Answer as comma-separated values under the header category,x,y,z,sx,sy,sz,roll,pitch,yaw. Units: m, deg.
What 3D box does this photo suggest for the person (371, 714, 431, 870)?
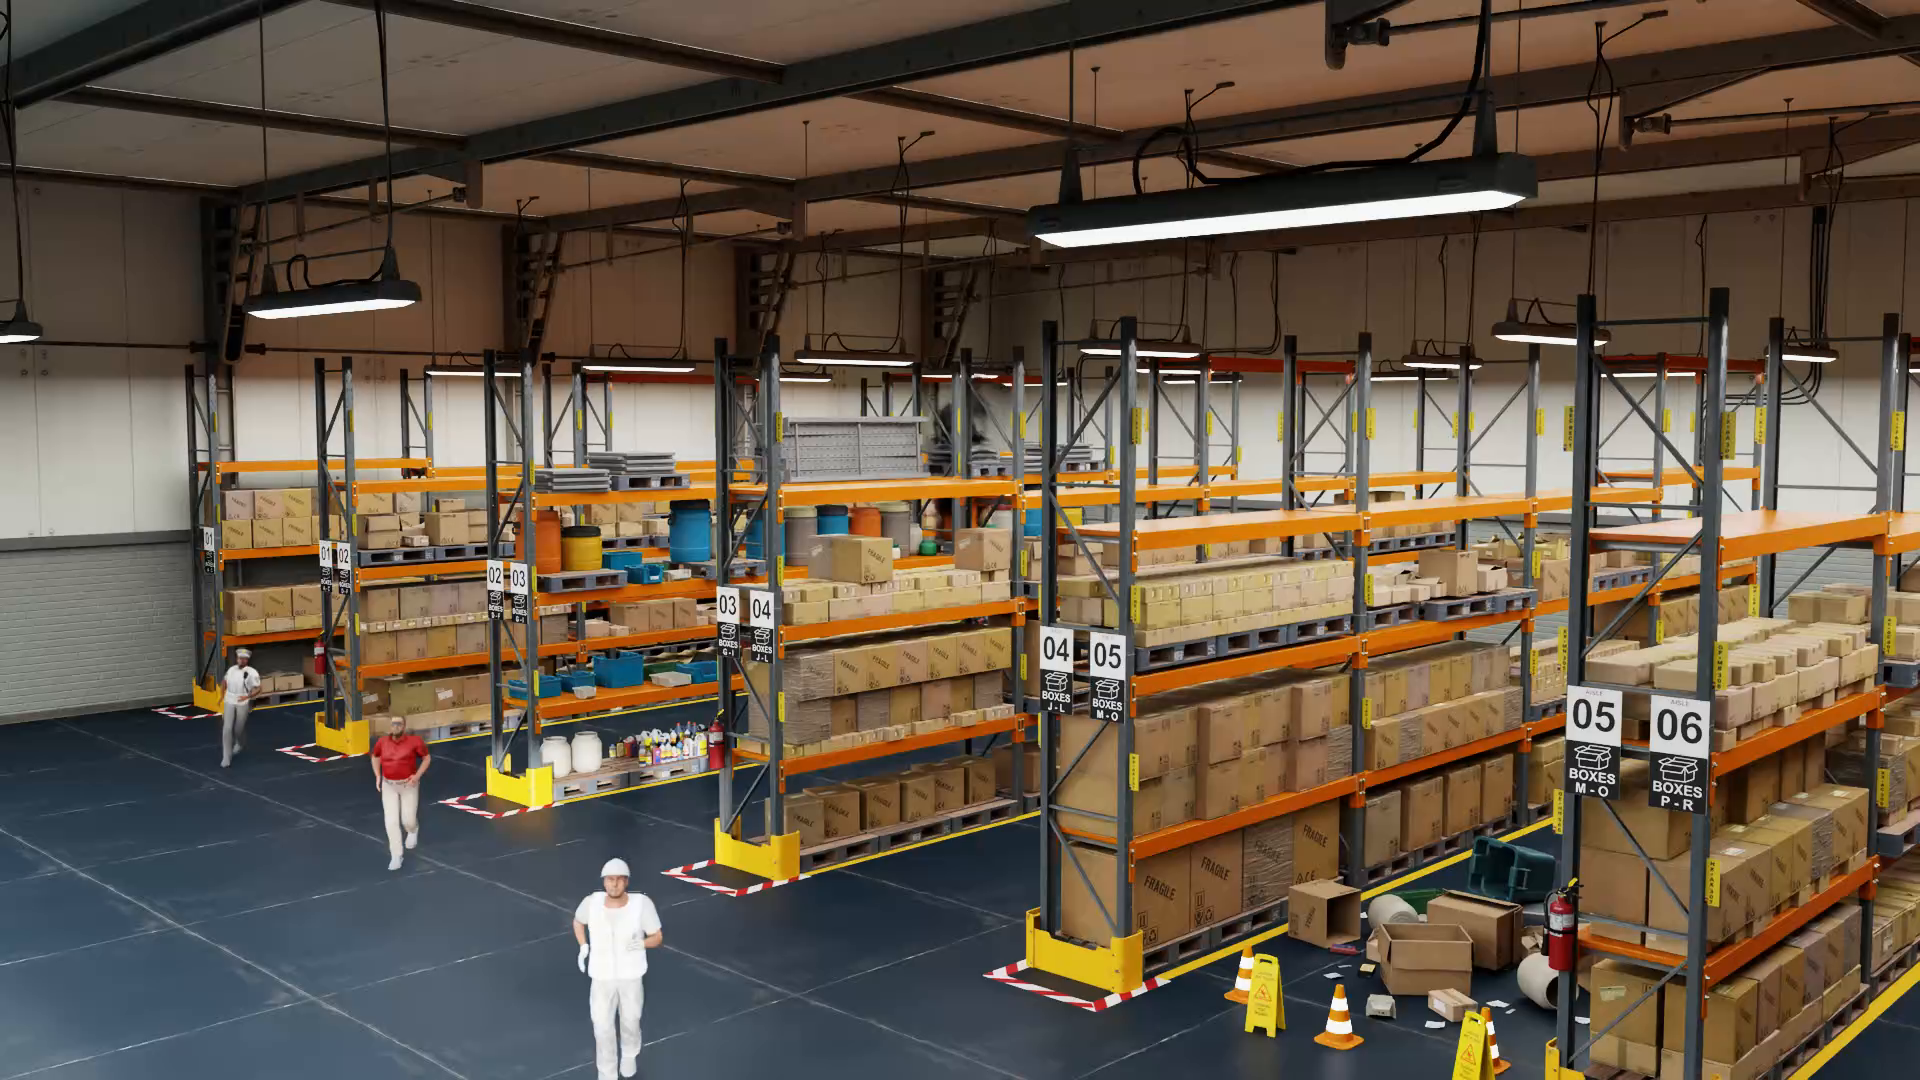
category,x,y,z,sx,sy,sz,roll,pitch,yaw
person,-6.444,2.857,19.176,0.675,1.730,0.868,-1,4,-11

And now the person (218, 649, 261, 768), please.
category,x,y,z,sx,sy,sz,roll,pitch,yaw
person,-10.667,2.450,24.608,0.616,1.689,0.817,-1,4,-8

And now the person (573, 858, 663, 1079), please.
category,x,y,z,sx,sy,sz,roll,pitch,yaw
person,-2.570,3.284,12.487,0.678,1.790,0.918,-1,4,-9
